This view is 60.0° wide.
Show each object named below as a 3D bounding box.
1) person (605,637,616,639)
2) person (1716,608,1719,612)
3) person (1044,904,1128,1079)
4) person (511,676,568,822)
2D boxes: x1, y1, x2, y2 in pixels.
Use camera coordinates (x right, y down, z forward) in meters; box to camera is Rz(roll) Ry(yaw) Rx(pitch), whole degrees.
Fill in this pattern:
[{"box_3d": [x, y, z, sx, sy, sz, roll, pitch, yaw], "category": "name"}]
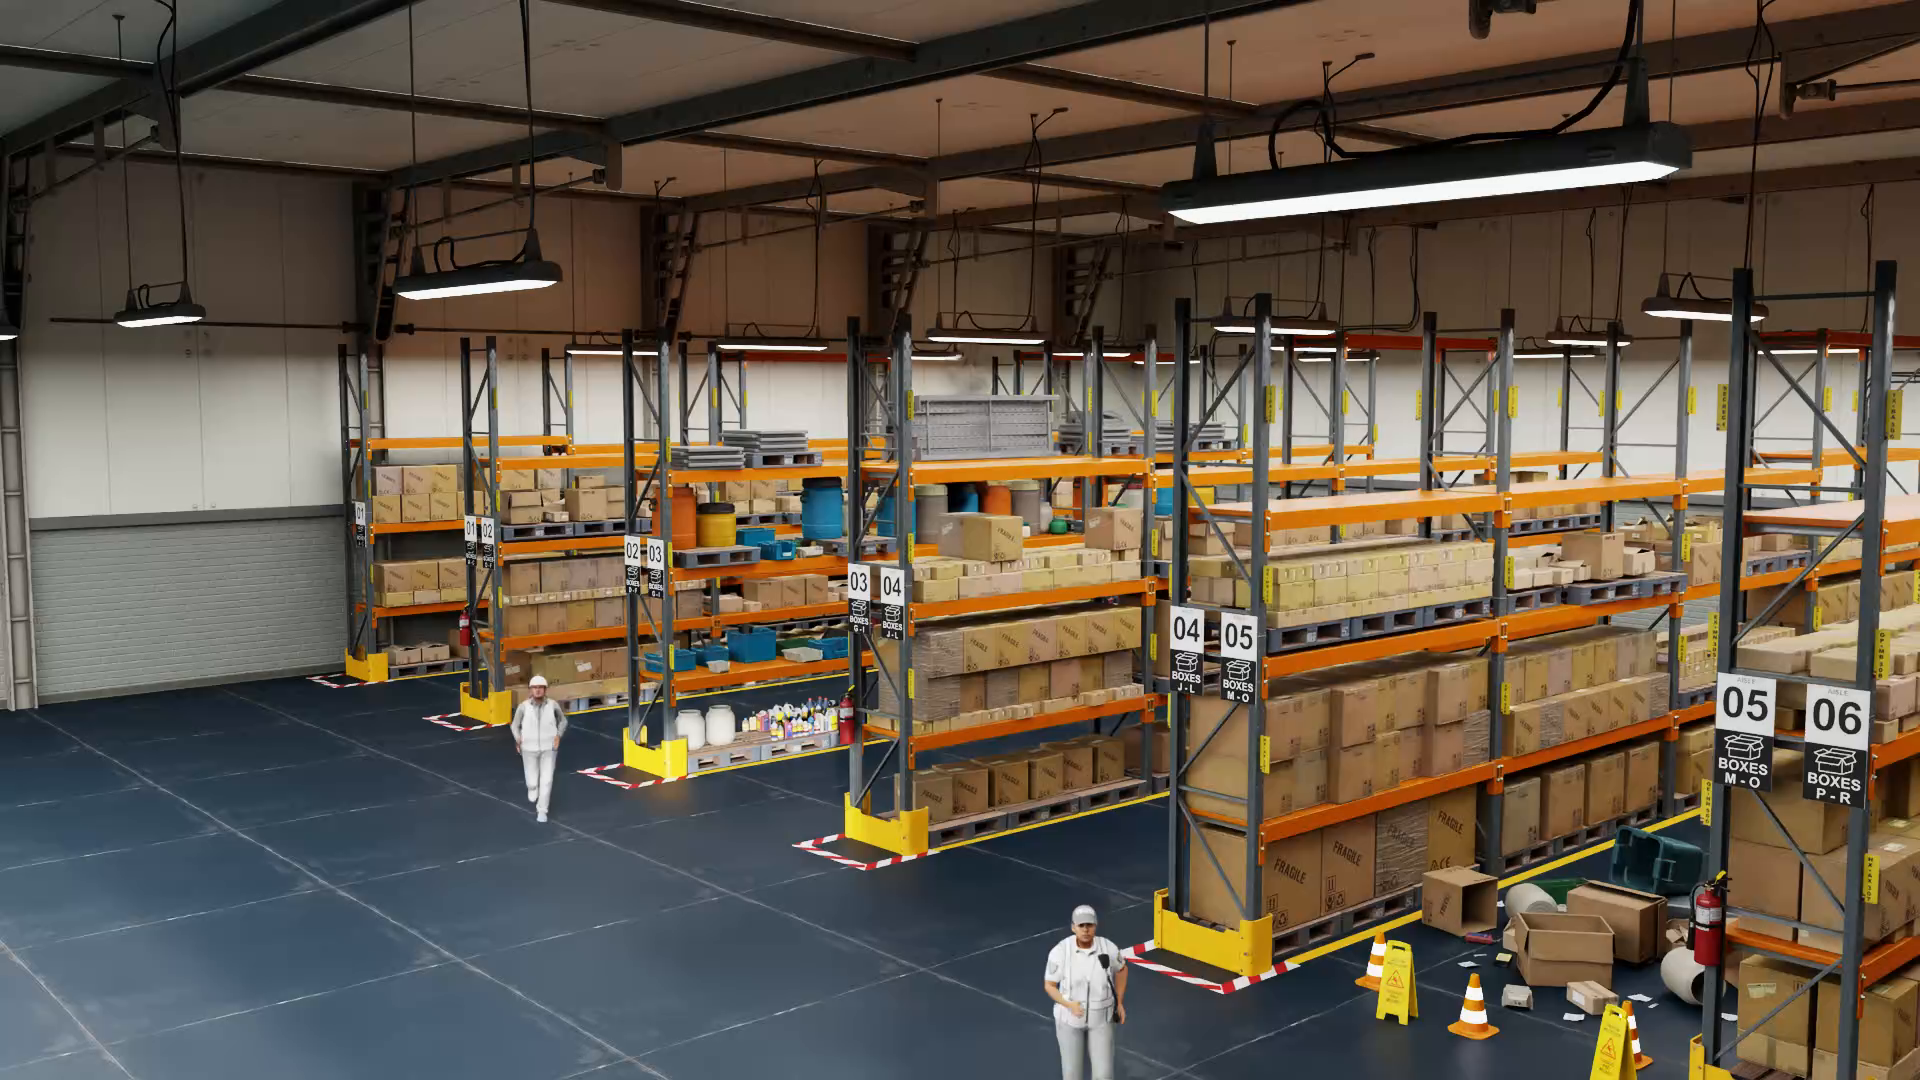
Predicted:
[{"box_3d": [-6.209, 1.643, 29.643, 0.571, 1.639, 0.979, 4, 7, 40], "category": "person"}, {"box_3d": [11.893, 1.938, 26.010, 0.981, 1.800, 0.665, -5, 7, -44], "category": "person"}, {"box_3d": [0.877, 3.330, 11.451, 0.595, 1.628, 0.557, 0, 5, 1], "category": "person"}, {"box_3d": [-5.094, 2.506, 20.168, 0.670, 1.738, 0.658, -1, 5, -15], "category": "person"}]
